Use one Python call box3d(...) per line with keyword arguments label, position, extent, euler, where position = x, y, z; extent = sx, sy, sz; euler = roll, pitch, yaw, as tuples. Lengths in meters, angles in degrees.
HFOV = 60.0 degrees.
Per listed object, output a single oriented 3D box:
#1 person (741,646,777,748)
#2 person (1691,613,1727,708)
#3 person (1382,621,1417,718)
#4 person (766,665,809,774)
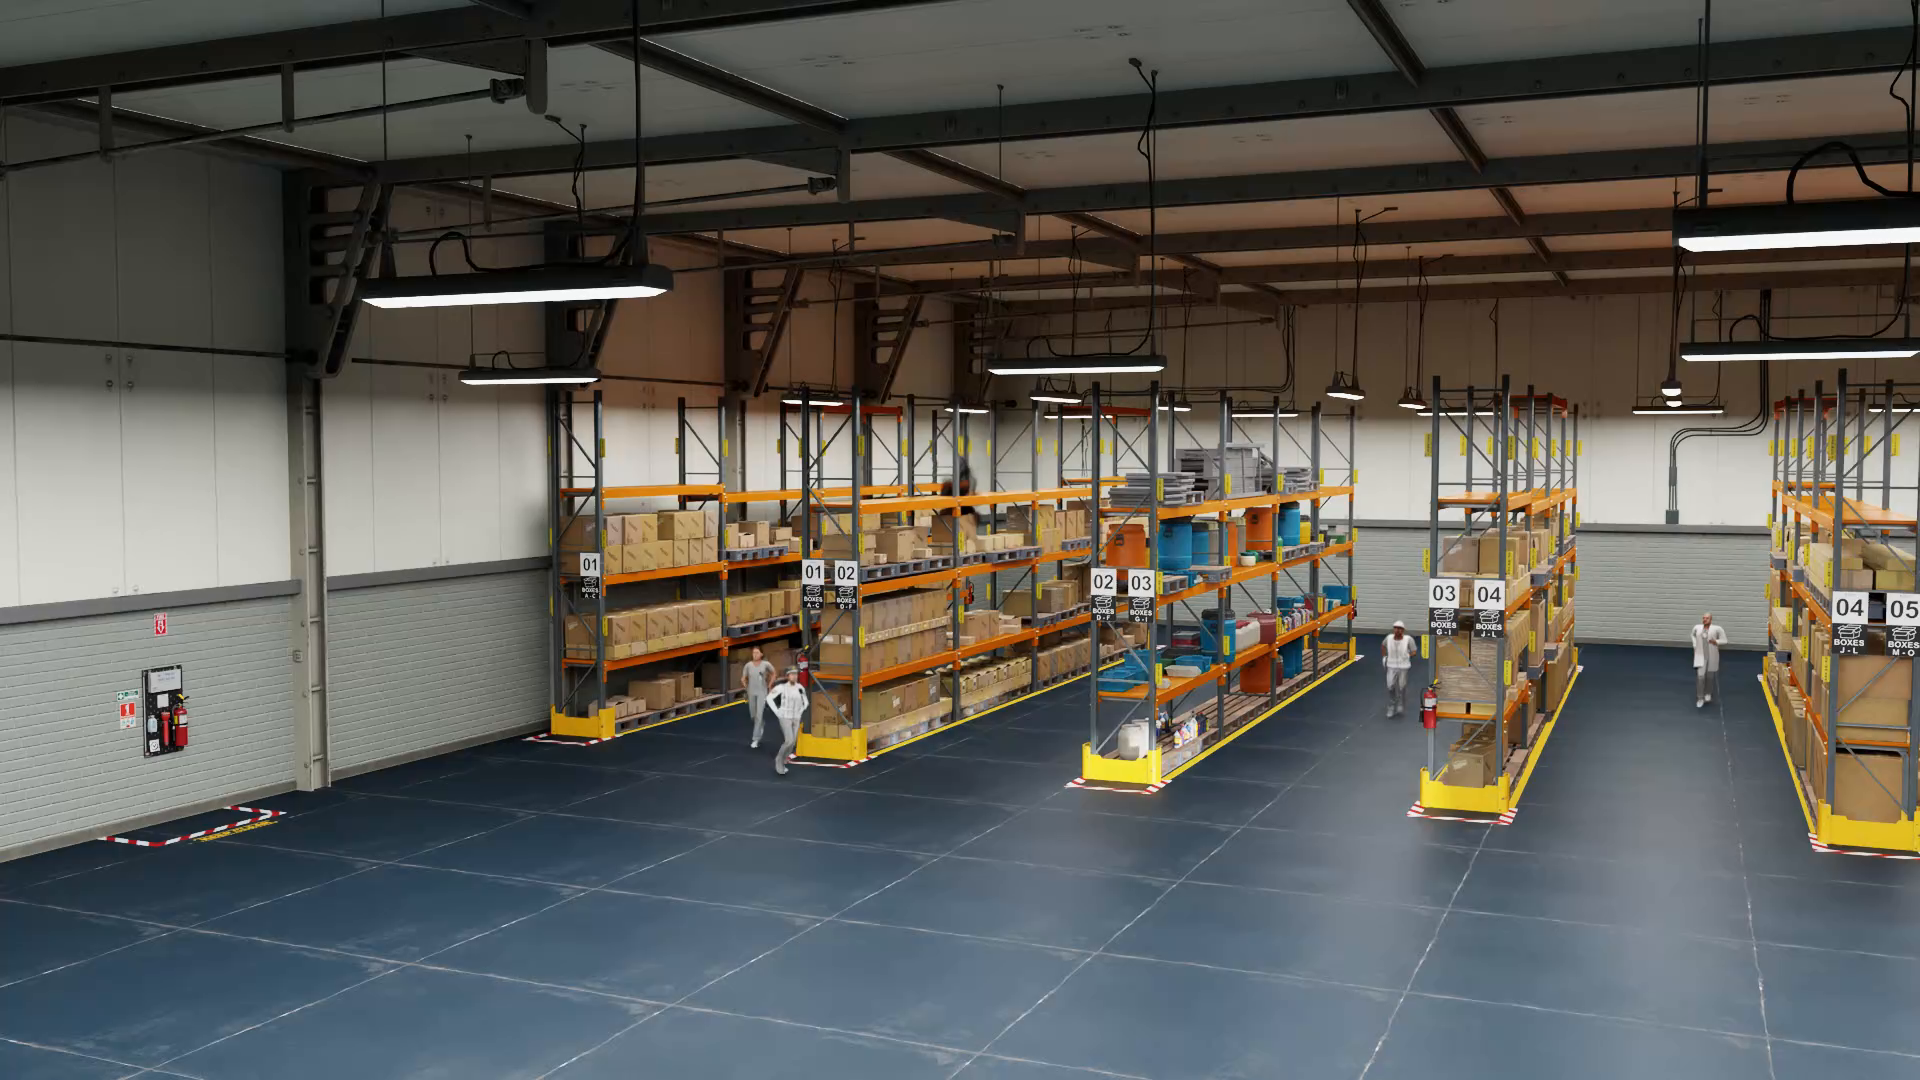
box3d(label="person", position=(-3.413, 2.618, 28.105), extent=(0.574, 1.666, 0.927), euler=(0, 3, 8))
box3d(label="person", position=(14.576, 2.329, 32.386), extent=(0.673, 1.839, 0.913), euler=(2, 4, 30))
box3d(label="person", position=(8.175, 2.415, 30.991), extent=(0.666, 1.821, 0.748), euler=(1, 3, 19))
box3d(label="person", position=(-2.601, 2.753, 25.531), extent=(0.651, 1.669, 0.549), euler=(-2, 4, -34))
